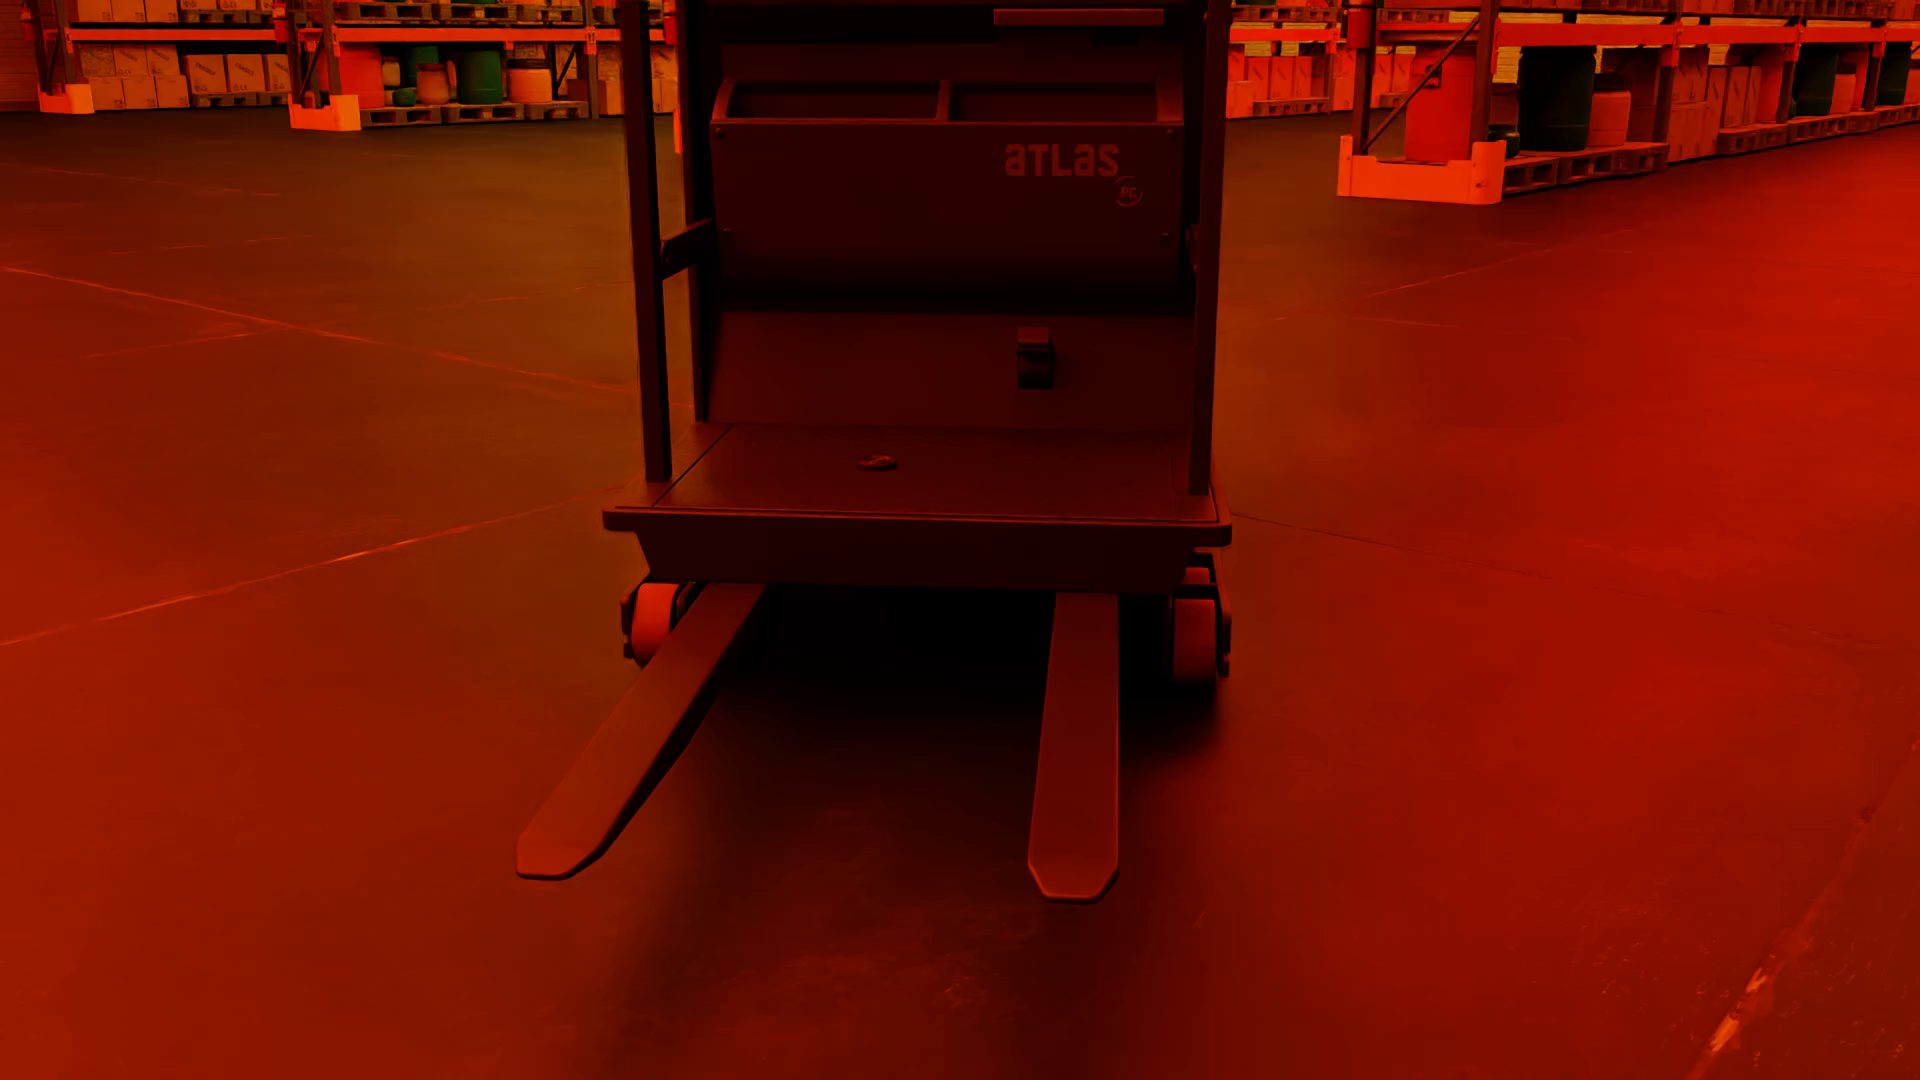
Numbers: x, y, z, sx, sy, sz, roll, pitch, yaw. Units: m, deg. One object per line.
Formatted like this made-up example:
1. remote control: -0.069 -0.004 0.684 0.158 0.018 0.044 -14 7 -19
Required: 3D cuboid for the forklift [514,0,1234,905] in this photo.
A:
1. forklift: -0.041 -1.235 2.964 1.130 2.935 3.031 2 17 5
